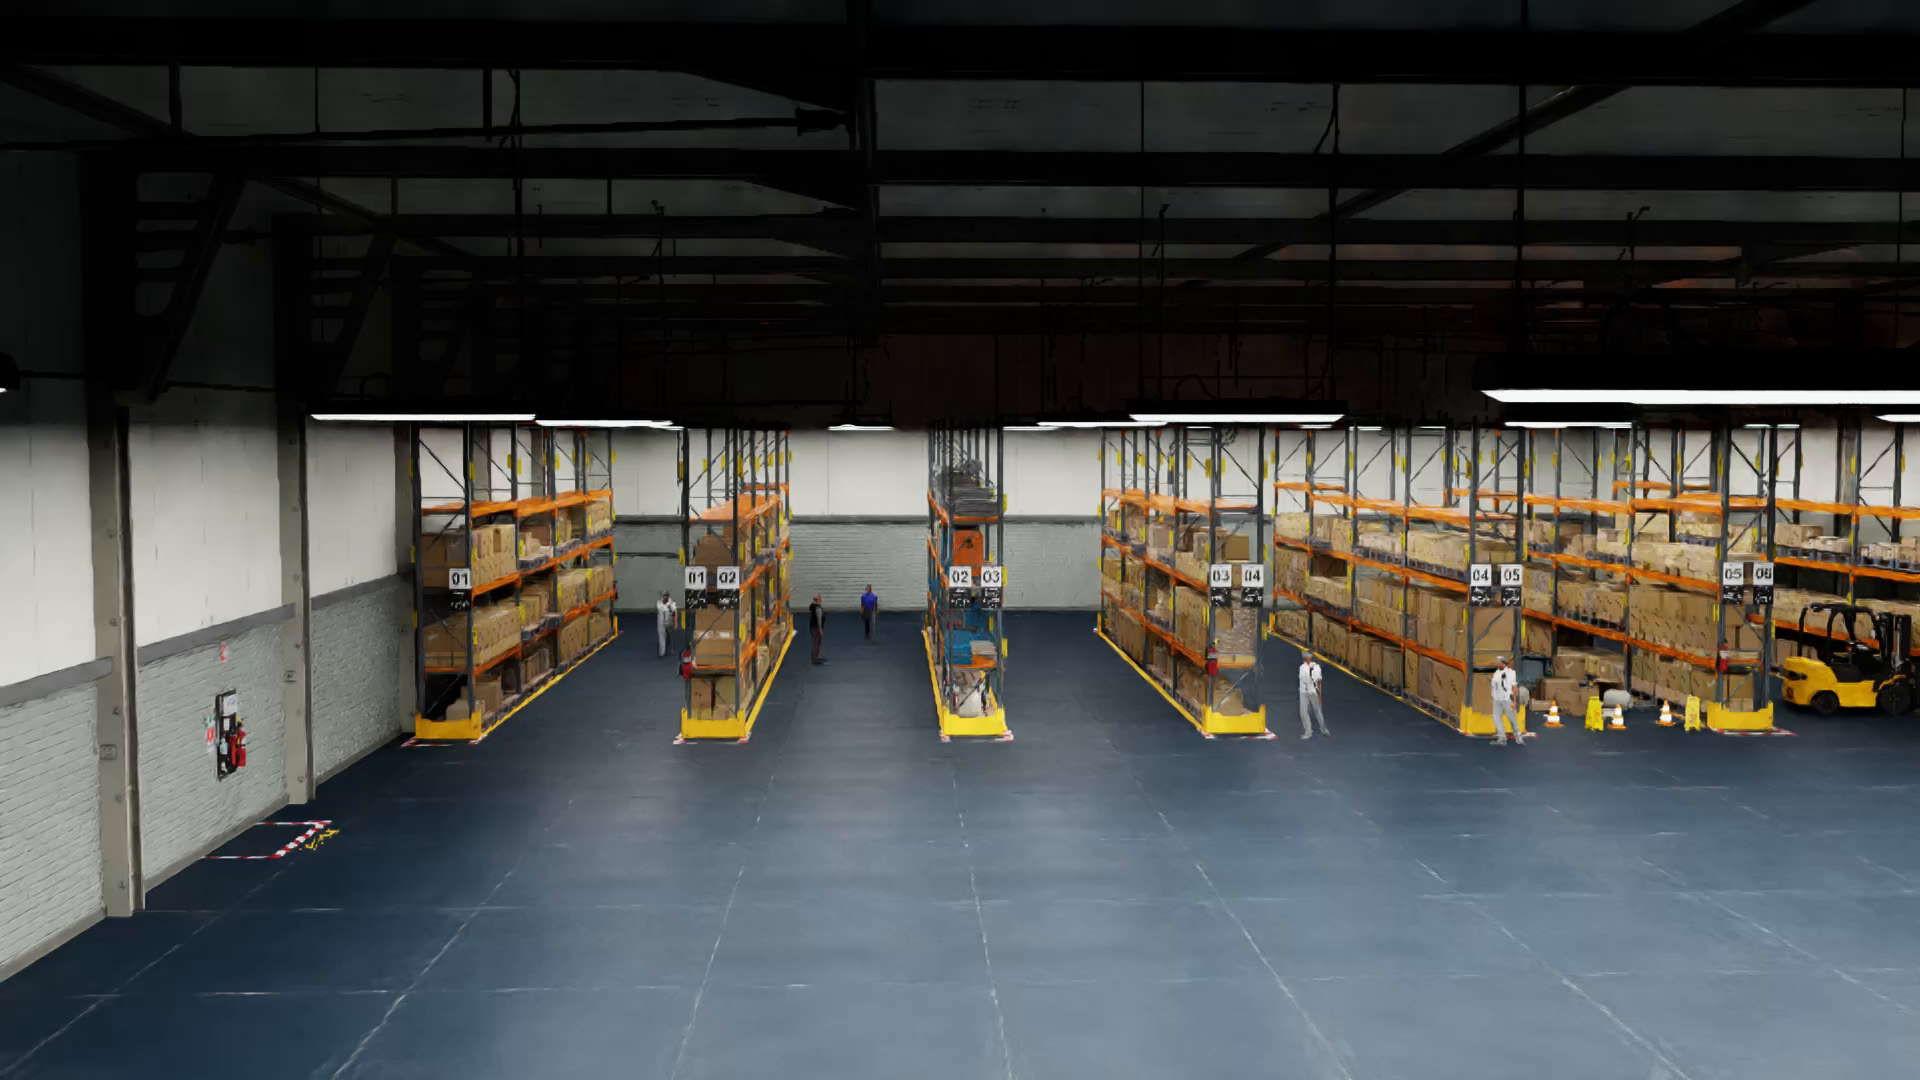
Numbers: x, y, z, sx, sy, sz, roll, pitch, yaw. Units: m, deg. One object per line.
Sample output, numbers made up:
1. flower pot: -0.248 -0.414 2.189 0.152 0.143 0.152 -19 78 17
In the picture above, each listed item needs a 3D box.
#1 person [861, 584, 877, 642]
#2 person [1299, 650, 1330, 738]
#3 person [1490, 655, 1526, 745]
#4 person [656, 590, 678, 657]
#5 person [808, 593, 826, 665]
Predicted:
1. person: -2.484 1.965 45.296 0.447 1.545 1.078 0 4 0
2. person: 6.629 2.867 31.153 0.544 1.650 0.608 3 5 35
3. person: 10.010 2.922 30.385 0.558 1.642 0.597 -2 4 -30
4. person: -7.460 2.101 42.317 0.554 1.712 1.020 0 4 -3
5. person: -3.477 2.224 40.956 0.463 1.629 0.591 -2 4 -23
